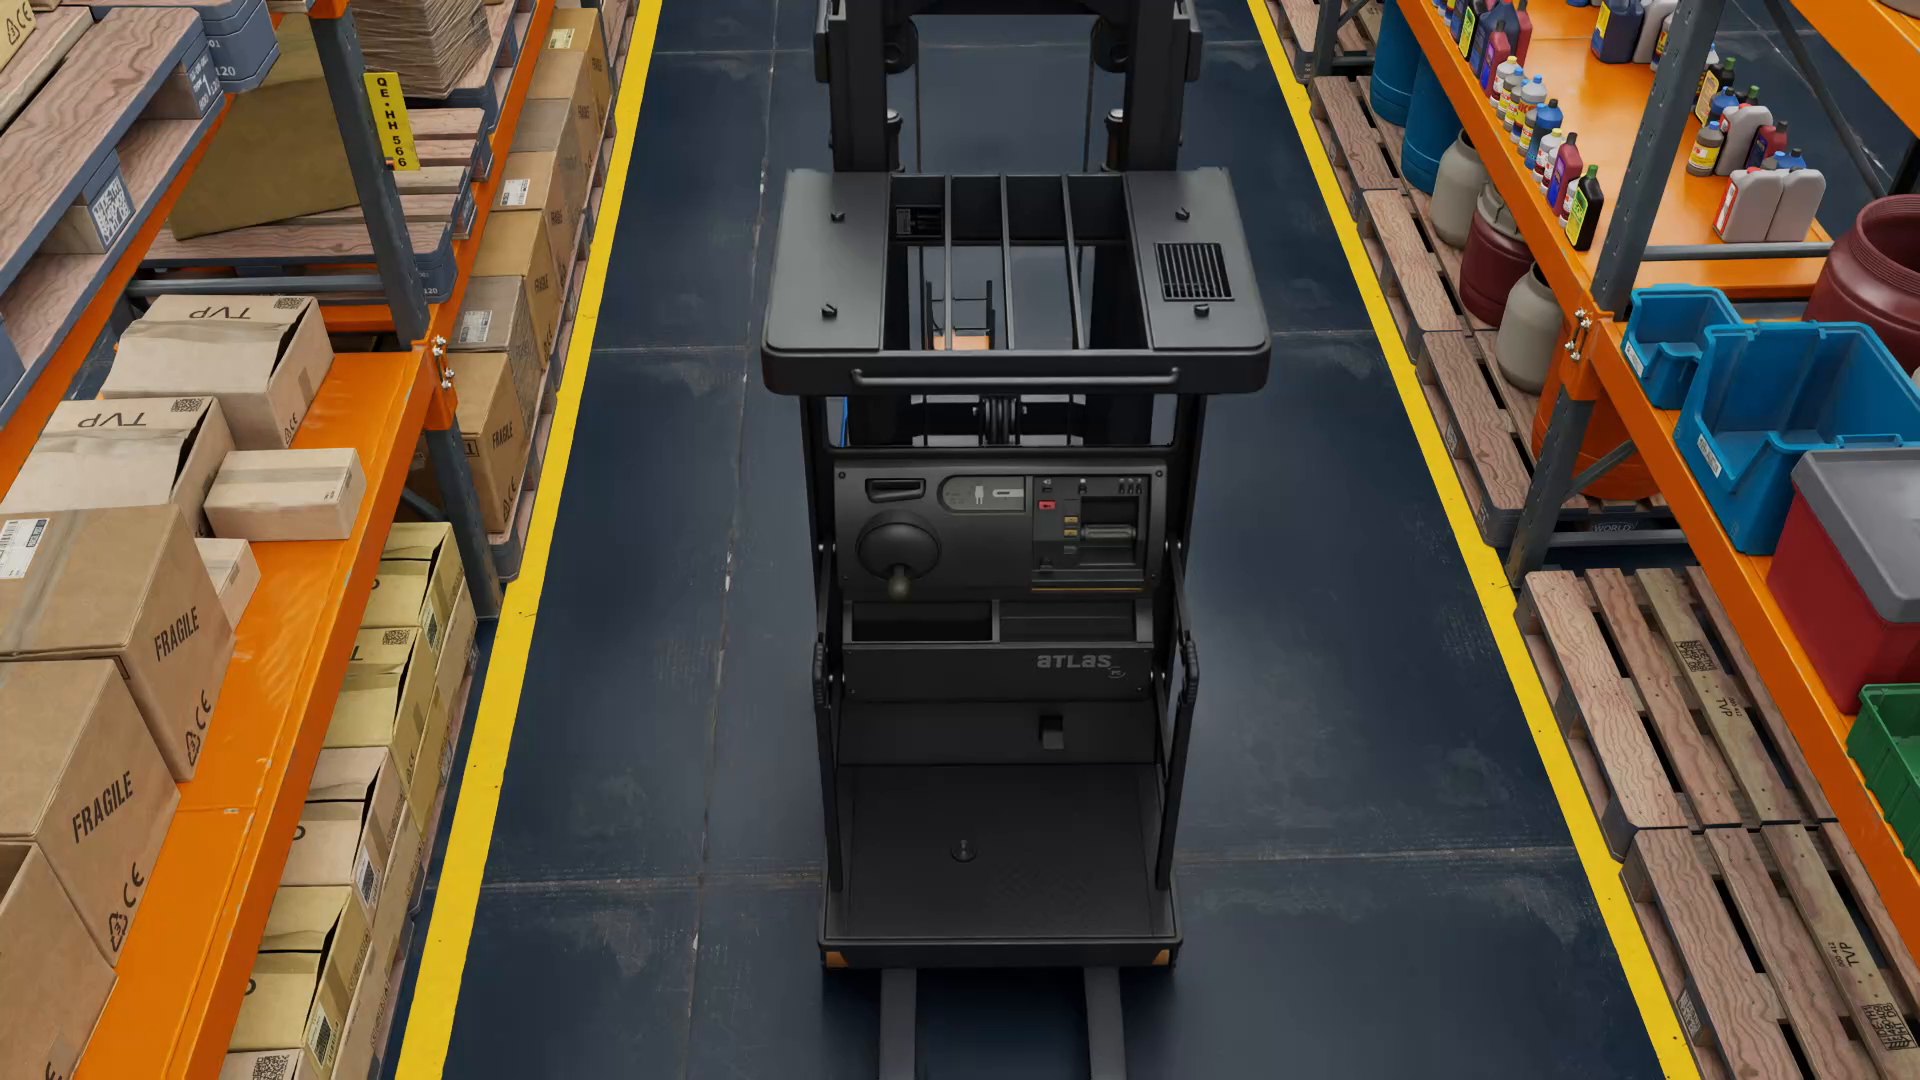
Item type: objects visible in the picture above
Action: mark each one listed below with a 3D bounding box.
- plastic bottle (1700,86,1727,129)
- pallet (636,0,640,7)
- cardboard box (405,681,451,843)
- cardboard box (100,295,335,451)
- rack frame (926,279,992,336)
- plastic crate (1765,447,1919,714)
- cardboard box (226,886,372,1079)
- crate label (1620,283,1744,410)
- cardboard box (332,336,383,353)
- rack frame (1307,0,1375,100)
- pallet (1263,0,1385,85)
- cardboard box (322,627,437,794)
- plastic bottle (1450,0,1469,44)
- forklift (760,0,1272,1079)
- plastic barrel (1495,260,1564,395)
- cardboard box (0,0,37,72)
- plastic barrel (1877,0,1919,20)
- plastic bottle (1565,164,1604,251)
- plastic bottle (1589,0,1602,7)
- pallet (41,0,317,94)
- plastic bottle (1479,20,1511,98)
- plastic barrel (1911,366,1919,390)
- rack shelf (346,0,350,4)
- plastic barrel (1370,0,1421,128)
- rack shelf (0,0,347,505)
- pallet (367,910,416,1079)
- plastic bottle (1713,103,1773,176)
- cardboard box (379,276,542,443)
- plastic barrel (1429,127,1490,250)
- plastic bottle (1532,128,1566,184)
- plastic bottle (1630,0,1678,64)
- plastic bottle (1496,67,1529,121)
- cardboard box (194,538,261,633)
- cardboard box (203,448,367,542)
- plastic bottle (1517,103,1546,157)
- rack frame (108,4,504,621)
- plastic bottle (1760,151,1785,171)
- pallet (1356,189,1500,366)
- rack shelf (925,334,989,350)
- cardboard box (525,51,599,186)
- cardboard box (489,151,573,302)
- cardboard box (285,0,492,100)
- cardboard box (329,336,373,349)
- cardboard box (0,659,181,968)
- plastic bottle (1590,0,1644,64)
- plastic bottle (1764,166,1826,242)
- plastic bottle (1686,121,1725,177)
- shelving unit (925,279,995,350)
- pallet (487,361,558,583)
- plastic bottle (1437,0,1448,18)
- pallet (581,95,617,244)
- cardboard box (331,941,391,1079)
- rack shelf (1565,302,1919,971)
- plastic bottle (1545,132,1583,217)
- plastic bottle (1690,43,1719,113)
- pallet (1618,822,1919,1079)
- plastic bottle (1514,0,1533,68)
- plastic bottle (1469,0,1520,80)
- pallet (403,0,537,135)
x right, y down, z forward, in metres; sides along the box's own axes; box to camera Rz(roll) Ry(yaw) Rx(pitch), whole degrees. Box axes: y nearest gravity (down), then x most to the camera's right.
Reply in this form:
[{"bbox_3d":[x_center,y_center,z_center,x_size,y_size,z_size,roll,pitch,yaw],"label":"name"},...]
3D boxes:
[{"bbox_3d":[2.971,-1.673,6.502,0.097,0.201,0.097,0,43,0],"label":"plastic bottle"},{"bbox_3d":[-2.533,-3.785,10.724,1.003,0.211,1.213,-2,43,-2],"label":"pallet"},{"bbox_3d":[-1.989,0.731,5.457,0.500,0.250,0.500,-2,43,-2],"label":"cardboard box"},{"bbox_3d":[-2.308,-0.544,5.190,0.500,0.311,0.500,1,43,1],"label":"cardboard box"},{"bbox_3d":[-0.003,-0.494,6.401,0.240,1.200,0.006,-2,43,-2],"label":"rack frame"},{"bbox_3d":[2.432,0.113,4.360,0.402,0.464,0.583,-2,43,-2],"label":"plastic crate"},{"bbox_3d":[-1.946,1.205,4.525,0.500,0.311,0.500,-1,43,-1],"label":"cardboard box"},{"bbox_3d":[2.312,-0.607,5.316,0.303,0.233,0.416,-2,43,-2],"label":"crate label"},{"bbox_3d":[-2.554,-0.689,6.806,0.500,0.500,0.500,0,43,0],"label":"cardboard box"},{"bbox_3d":[2.499,-3.664,8.527,1.000,3.000,0.127,-2,43,-2],"label":"rack frame"},{"bbox_3d":[2.429,-3.131,10.010,1.003,0.211,1.213,-2,43,-2],"label":"pallet"},{"bbox_3d":[-1.983,0.525,5.266,0.500,0.311,0.500,-2,43,-2],"label":"cardboard box"},{"bbox_3d":[2.198,-2.301,7.077,0.144,0.351,0.185,-2,43,-2],"label":"plastic bottle"},{"bbox_3d":[0.117,0.055,4.521,1.130,2.935,3.031,0,43,0],"label":"forklift"},{"bbox_3d":[2.518,-0.910,7.053,0.421,0.512,0.421,0,43,0],"label":"plastic barrel"},{"bbox_3d":[-2.151,-0.985,3.185,0.500,0.250,0.500,-2,43,-3],"label":"cardboard box"},{"bbox_3d":[2.487,-1.693,3.787,0.600,0.901,0.600,0,43,0],"label":"plastic barrel"},{"bbox_3d":[2.225,-1.181,5.905,0.061,0.283,0.133,-2,43,-2],"label":"plastic bottle"},{"bbox_3d":[2.891,-2.527,7.379,0.152,0.276,0.135,-2,43,-2],"label":"plastic bottle"},{"bbox_3d":[-2.162,-1.404,3.982,1.213,0.211,1.003,0,43,0],"label":"pallet"},{"bbox_3d":[2.177,-1.953,6.747,0.061,0.283,0.133,-2,43,-2],"label":"plastic bottle"},{"bbox_3d":[2.926,-0.316,4.792,0.421,0.512,0.421,0,43,0],"label":"plastic barrel"},{"bbox_3d":[-2.365,-3.015,6.131,1.077,0.370,4.000,-2,43,-2],"label":"rack shelf"},{"bbox_3d":[2.505,-2.677,8.693,0.600,0.901,0.708,-2,43,-2],"label":"plastic barrel"},{"bbox_3d":[-2.195,-0.314,3.185,1.077,0.370,4.000,-2,43,-2],"label":"rack shelf"},{"bbox_3d":[-2.235,1.583,4.867,1.003,0.211,1.213,-2,43,-2],"label":"pallet"},{"bbox_3d":[2.954,-1.532,6.293,0.152,0.276,0.135,-2,43,-2],"label":"plastic bottle"},{"bbox_3d":[-2.042,-0.733,6.854,0.500,0.500,0.500,-3,43,-3],"label":"cardboard box"},{"bbox_3d":[2.470,-1.672,7.885,0.421,0.512,0.421,0,43,0],"label":"plastic barrel"},{"bbox_3d":[2.225,-1.451,6.260,0.097,0.201,0.097,0,43,0],"label":"plastic bottle"},{"bbox_3d":[2.914,-2.155,6.973,0.152,0.276,0.135,-2,43,-2],"label":"plastic bottle"},{"bbox_3d":[2.204,-1.780,6.619,0.097,0.201,0.097,0,43,0],"label":"plastic bottle"},{"bbox_3d":[-2.170,0.128,4.576,0.380,0.149,0.250,1,43,1],"label":"cardboard box"},{"bbox_3d":[-1.966,-0.132,4.860,0.380,0.149,0.250,-2,43,-2],"label":"cardboard box"},{"bbox_3d":[2.217,-1.582,6.404,0.097,0.201,0.097,0,43,0],"label":"plastic bottle"},{"bbox_3d":[-2.280,-0.824,5.429,1.000,3.000,0.127,-2,43,-2],"label":"rack frame"},{"bbox_3d":[2.992,-1.336,6.135,0.097,0.201,0.097,0,43,0],"label":"plastic bottle"},{"bbox_3d":[2.545,-1.288,7.999,1.003,0.211,1.213,-2,43,-2],"label":"pallet"},{"bbox_3d":[0.001,-0.665,6.121,0.258,0.103,0.180,-2,43,-2],"label":"rack shelf"},{"bbox_3d":[-2.130,-2.106,8.352,0.500,0.500,0.500,-2,43,-2],"label":"cardboard box"},{"bbox_3d":[-2.085,-1.424,7.608,0.500,0.500,0.500,-3,43,-3],"label":"cardboard box"},{"bbox_3d":[-2.268,-2.060,6.393,0.700,0.500,0.500,6,43,6],"label":"cardboard box"},{"bbox_3d":[-2.561,-1.004,6.594,0.500,0.250,0.500,0,43,0],"label":"cardboard box"},{"bbox_3d":[-2.170,0.627,3.772,0.500,0.500,0.500,-2,43,-2],"label":"cardboard box"},{"bbox_3d":[2.765,-2.196,6.962,0.144,0.351,0.185,-2,43,-2],"label":"plastic bottle"},{"bbox_3d":[2.973,-1.219,5.952,0.152,0.276,0.135,-2,43,-2],"label":"plastic bottle"},{"bbox_3d":[2.830,-1.488,6.300,0.097,0.201,0.097,0,43,0],"label":"plastic bottle"},{"bbox_3d":[0.001,-0.433,6.334,0.258,1.200,0.189,-2,43,-2],"label":"shelving unit"},{"bbox_3d":[-2.274,-0.301,6.922,1.003,0.211,1.213,-2,43,-2],"label":"pallet"},{"bbox_3d":[2.165,-2.432,7.279,0.097,0.271,0.097,0,43,0],"label":"plastic bottle"},{"bbox_3d":[-2.378,-1.948,8.719,1.003,0.211,1.213,-2,43,-2],"label":"pallet"},{"bbox_3d":[-1.946,1.418,4.707,0.500,0.250,0.500,-1,43,-1],"label":"cardboard box"},{"bbox_3d":[2.754,0.652,4.351,1.077,0.370,4.000,-2,43,-2],"label":"rack shelf"},{"bbox_3d":[2.216,-1.337,6.075,0.061,0.283,0.133,-2,43,-2],"label":"plastic bottle"},{"bbox_3d":[2.961,-1.855,6.649,0.097,0.271,0.097,0,43,0],"label":"plastic bottle"},{"bbox_3d":[2.712,1.410,5.055,1.003,0.211,1.213,-2,43,-2],"label":"pallet"},{"bbox_3d":[2.313,-2.082,6.888,0.061,0.283,0.133,-2,43,-2],"label":"plastic bottle"},{"bbox_3d":[2.212,-2.086,6.843,0.144,0.351,0.185,-2,43,-2],"label":"plastic bottle"},{"bbox_3d":[-2.367,-2.066,6.926,1.003,0.211,1.213,-2,43,-2],"label":"pallet"}]
